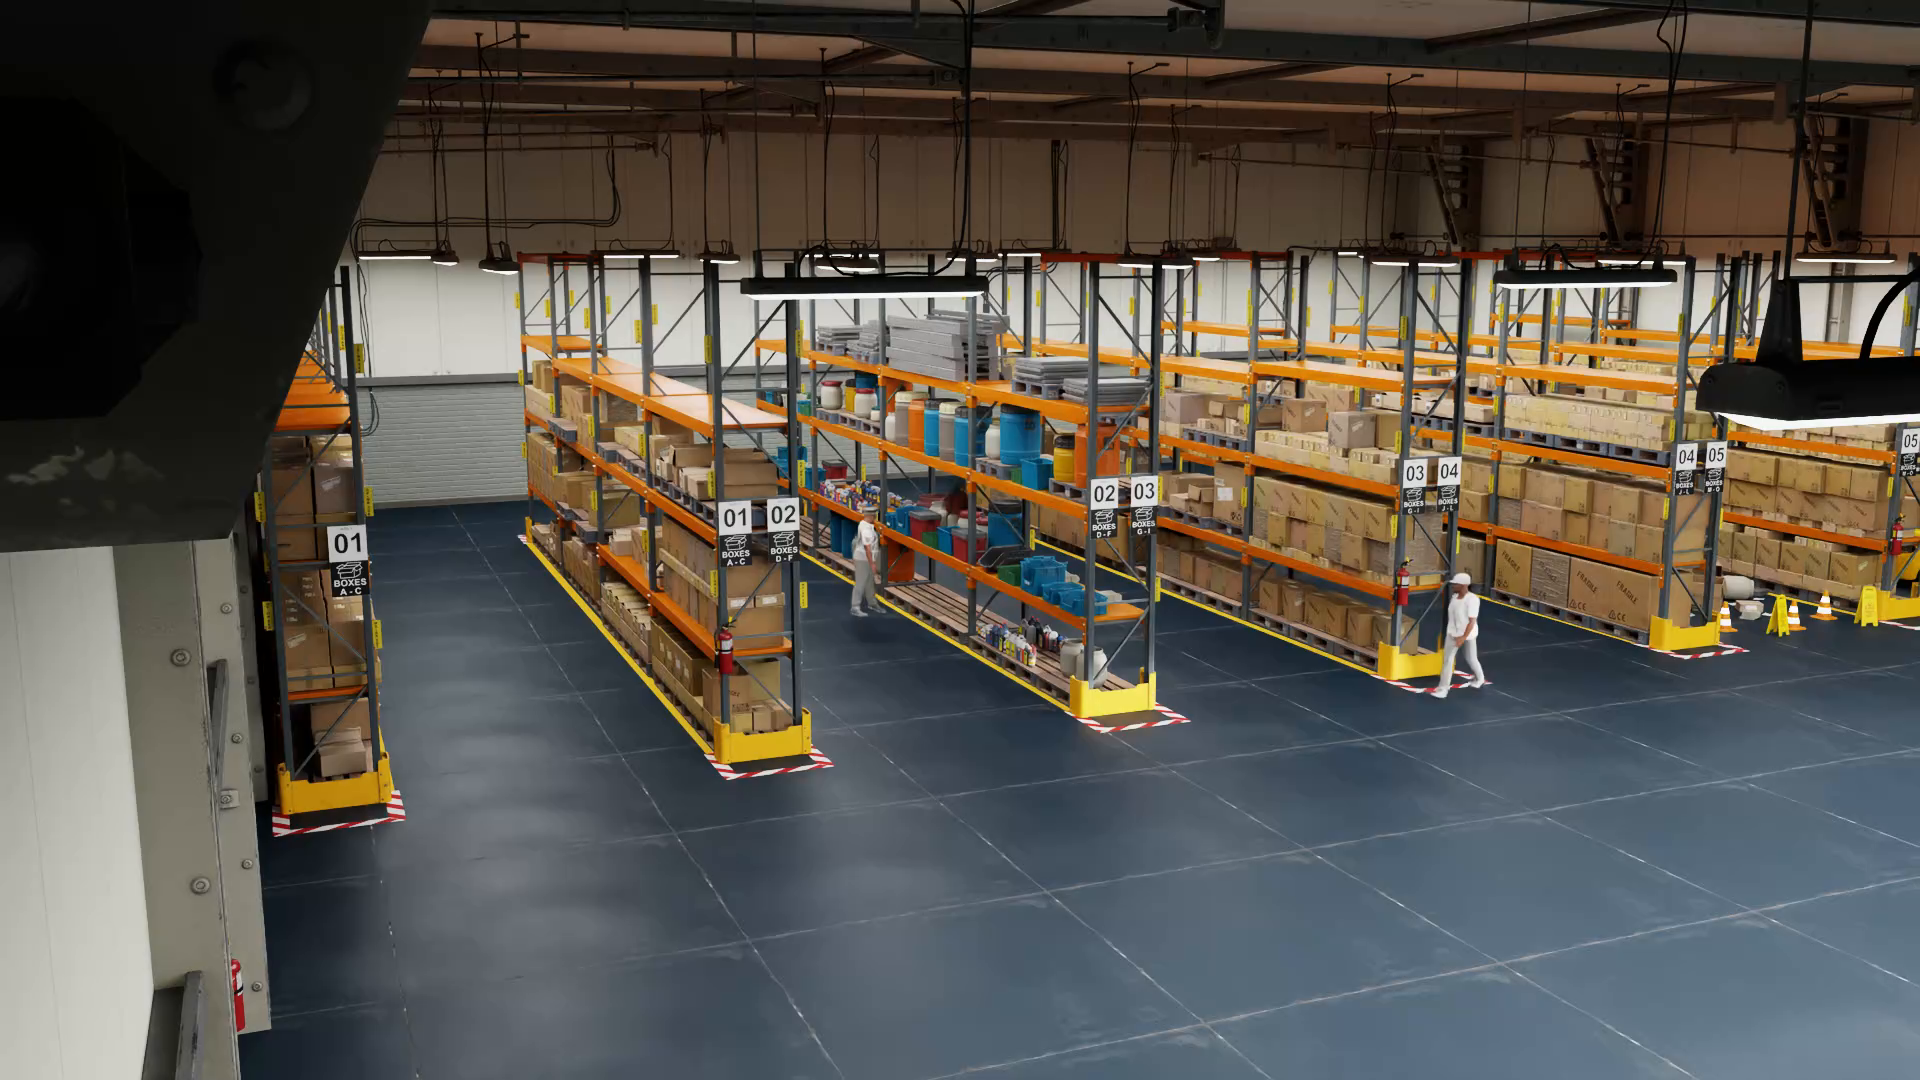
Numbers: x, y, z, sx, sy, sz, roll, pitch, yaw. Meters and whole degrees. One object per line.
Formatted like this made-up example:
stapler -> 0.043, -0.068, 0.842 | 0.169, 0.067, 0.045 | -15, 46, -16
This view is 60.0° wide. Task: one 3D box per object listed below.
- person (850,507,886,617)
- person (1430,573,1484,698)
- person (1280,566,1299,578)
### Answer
person -> -1.491, 0.353, 26.743 | 0.536, 1.795, 0.690 | 0, 10, 3
person -> 6.962, 1.320, 23.052 | 0.472, 1.734, 1.040 | 8, 13, 38
person -> 6.169, -0.047, 30.816 | 0.464, 1.700, 0.566 | -2, 11, -13
